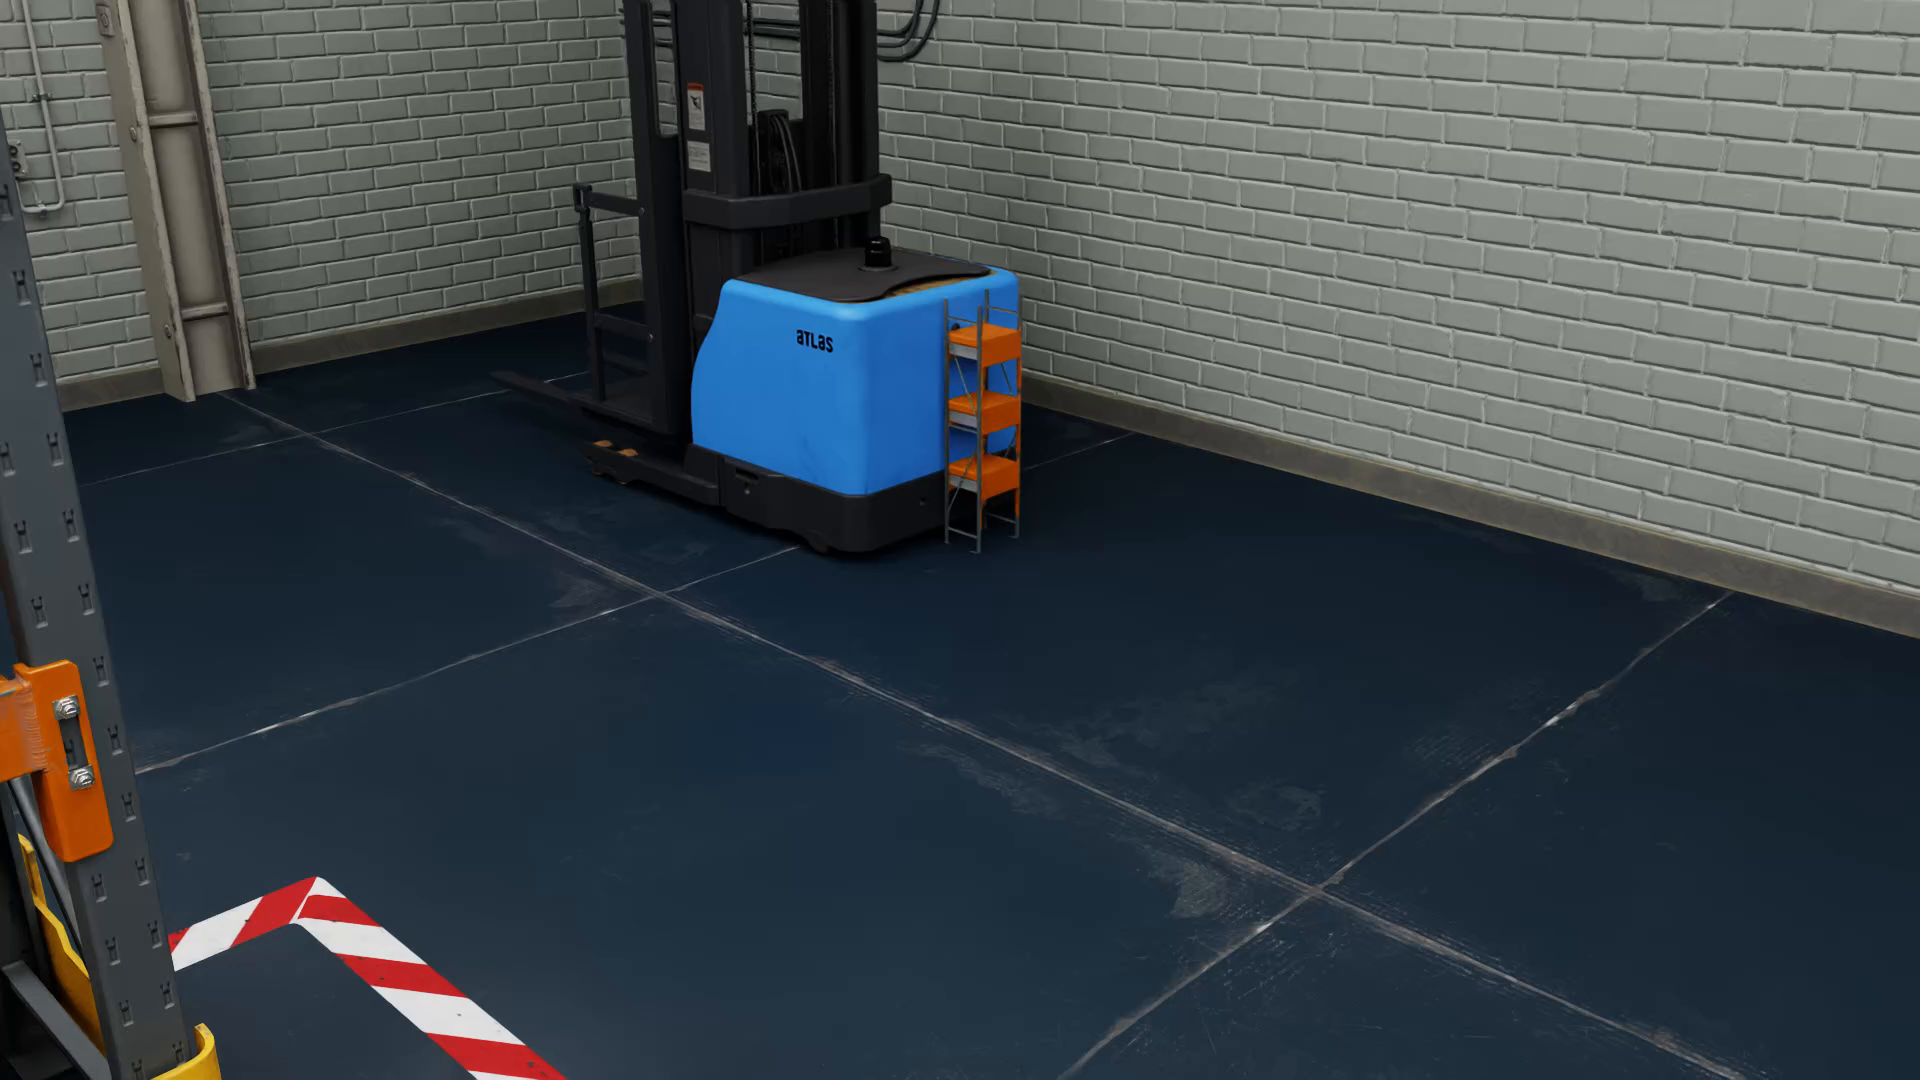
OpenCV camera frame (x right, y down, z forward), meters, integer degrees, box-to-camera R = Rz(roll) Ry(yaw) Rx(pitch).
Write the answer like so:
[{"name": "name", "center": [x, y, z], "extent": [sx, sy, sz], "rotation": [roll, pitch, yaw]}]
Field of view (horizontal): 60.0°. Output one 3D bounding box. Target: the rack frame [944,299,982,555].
[{"name": "rack frame", "center": [0.011, -0.453, 6.789], "extent": [0.200, 1.050, 0.008], "rotation": [18, 28, 39]}]

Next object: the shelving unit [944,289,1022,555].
[{"name": "shelving unit", "center": [0.094, -0.485, 6.873], "extent": [0.215, 1.050, 0.252], "rotation": [18, 28, 39]}]

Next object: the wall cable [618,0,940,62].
[{"name": "wall cable", "center": [-1.232, -4.041, 9.374], "extent": [3.097, 2.526, 0.112], "rotation": [19, 28, 41]}]

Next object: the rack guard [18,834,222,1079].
[{"name": "rack guard", "center": [-1.935, 1.099, 3.518], "extent": [1.175, 0.500, 0.348], "rotation": [19, 28, 41]}]

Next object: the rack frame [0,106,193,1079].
[{"name": "rack frame", "center": [-1.882, -0.087, 3.120], "extent": [1.000, 3.000, 0.127], "rotation": [19, 28, 41]}]

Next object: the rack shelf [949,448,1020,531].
[{"name": "rack shelf", "center": [0.094, -0.216, 6.977], "extent": [0.215, 0.259, 0.240], "rotation": [18, 28, 39]}]

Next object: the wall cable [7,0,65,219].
[{"name": "wall cable", "center": [-5.218, -2.366, 7.633], "extent": [0.084, 1.984, 1.851], "rotation": [19, 28, 41]}]

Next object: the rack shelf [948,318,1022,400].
[{"name": "rack shelf", "center": [0.094, -0.740, 6.775], "extent": [0.215, 0.259, 0.240], "rotation": [18, 28, 39]}]

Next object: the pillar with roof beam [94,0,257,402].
[{"name": "pillar with roof beam", "center": [-1.085, -3.959, 4.833], "extent": [9.100, 9.000, 0.400], "rotation": [19, 28, 41]}]

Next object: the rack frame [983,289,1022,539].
[{"name": "rack frame", "center": [0.176, -0.517, 6.957], "extent": [0.200, 1.050, 0.008], "rotation": [18, 28, 39]}]

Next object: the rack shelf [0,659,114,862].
[{"name": "rack shelf", "center": [-3.277, 0.763, 1.911], "extent": [1.077, 0.370, 4.000], "rotation": [19, 28, 41]}]

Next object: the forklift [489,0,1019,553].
[{"name": "forklift", "center": [-1.149, -1.746, 7.531], "extent": [3.031, 2.935, 1.130], "rotation": [19, 28, 40]}]

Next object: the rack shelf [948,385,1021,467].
[{"name": "rack shelf", "center": [0.094, -0.475, 6.877], "extent": [0.215, 0.259, 0.240], "rotation": [18, 28, 39]}]
